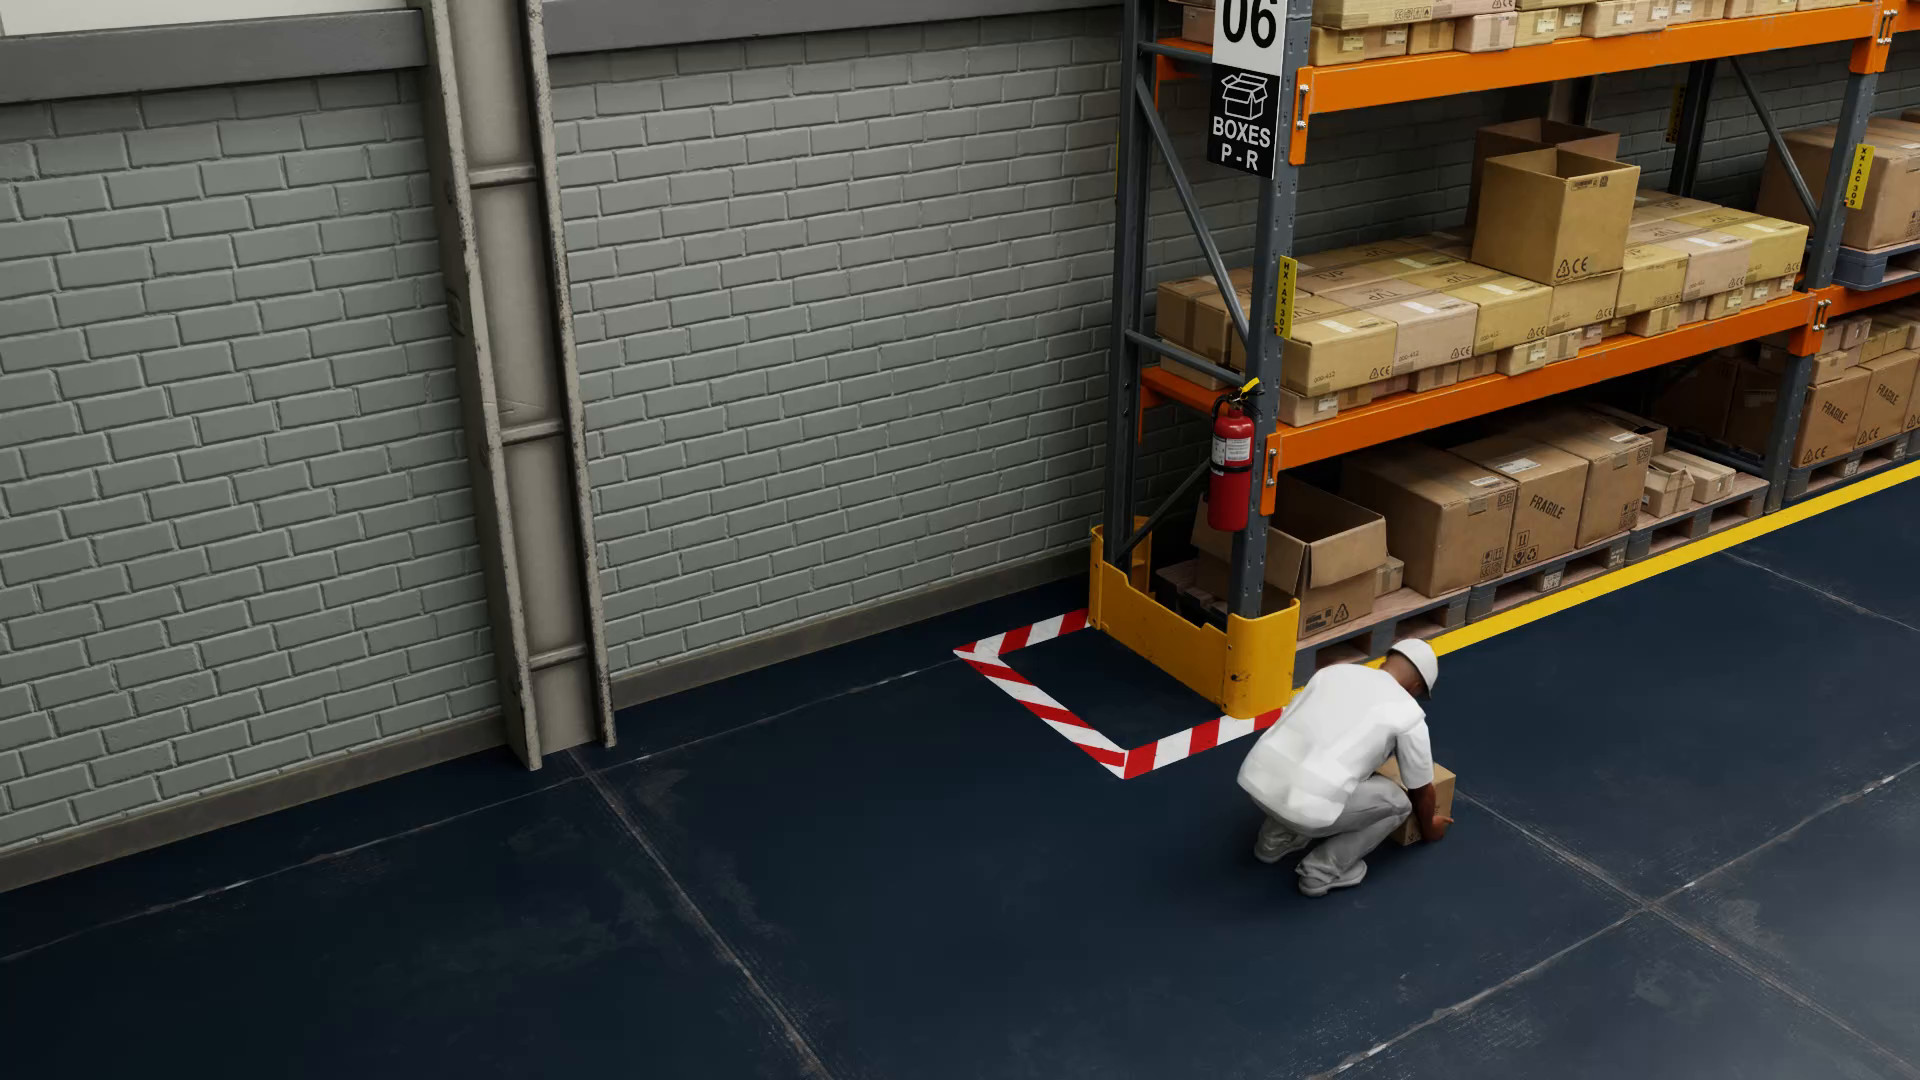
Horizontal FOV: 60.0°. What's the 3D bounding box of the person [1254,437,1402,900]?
[{"bbox_3d":[1.326,0.463,6.086,0.446,1.767,0.577,-16,29,-30],"label":"person"}]
